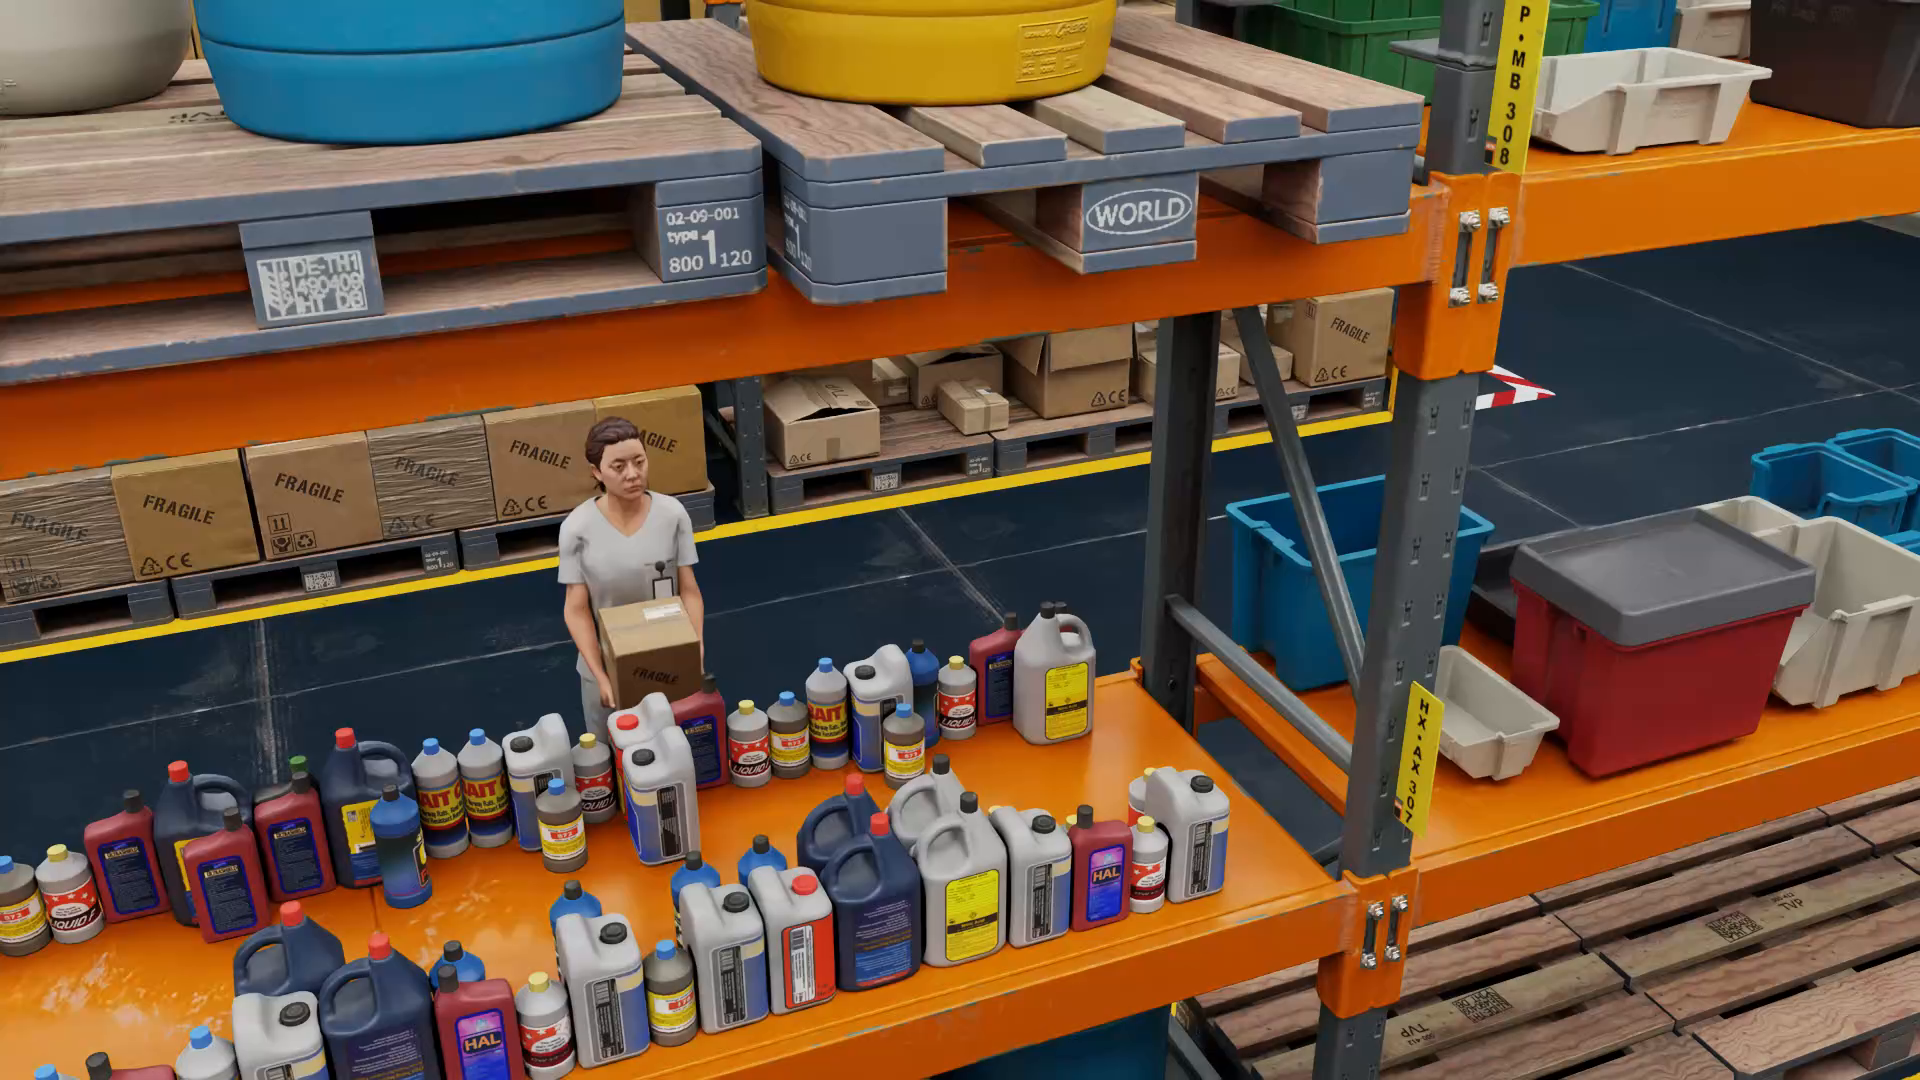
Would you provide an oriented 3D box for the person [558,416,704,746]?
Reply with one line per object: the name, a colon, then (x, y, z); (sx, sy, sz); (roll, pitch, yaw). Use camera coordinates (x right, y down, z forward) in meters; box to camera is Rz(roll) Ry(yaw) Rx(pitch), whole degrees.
person: (-0.997, 0.440, 5.228); (0.436, 1.663, 0.560); (-10, 28, -20)
